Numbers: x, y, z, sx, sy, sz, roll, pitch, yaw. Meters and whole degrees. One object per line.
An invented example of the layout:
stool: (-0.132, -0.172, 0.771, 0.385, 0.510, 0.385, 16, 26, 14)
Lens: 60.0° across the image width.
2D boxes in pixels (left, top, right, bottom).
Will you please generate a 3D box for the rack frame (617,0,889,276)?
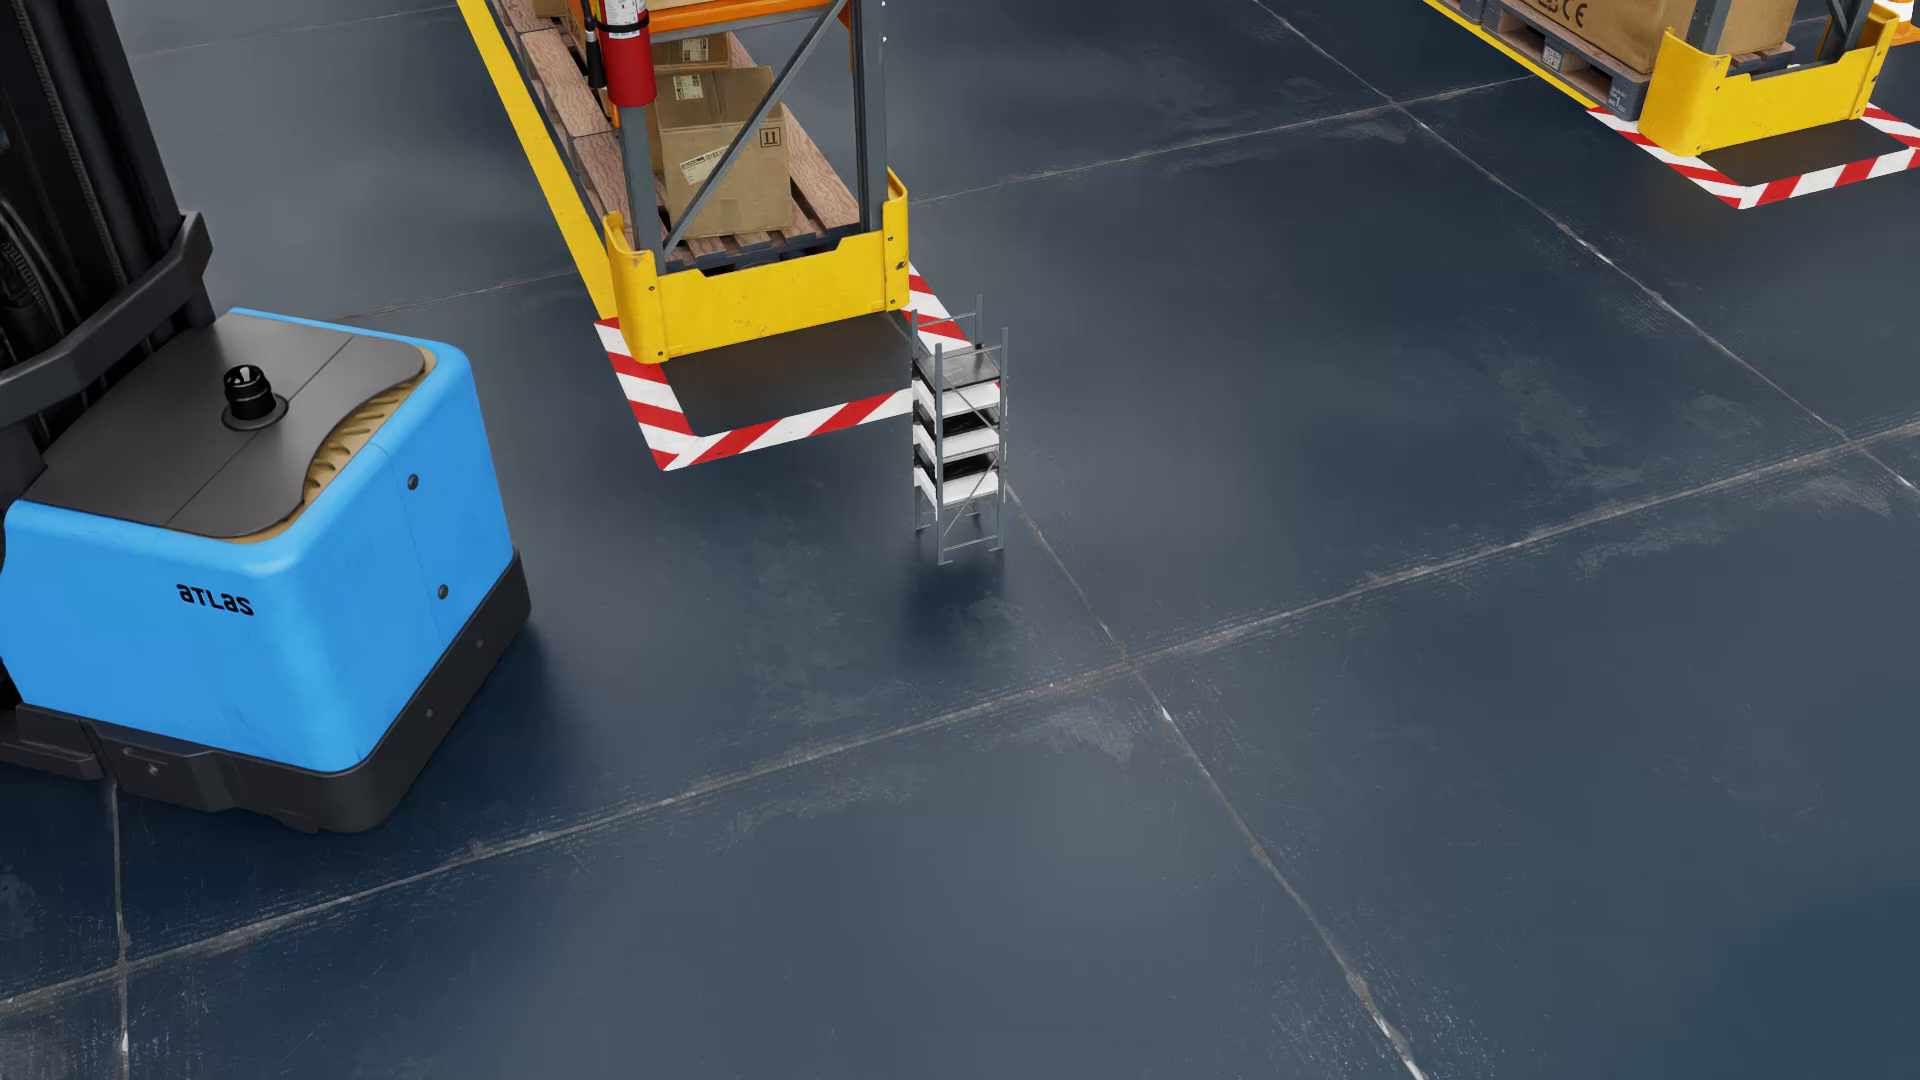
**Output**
rack frame: (-0.765, -2.021, 5.799, 1.000, 3.000, 0.127, -15, 43, -17)

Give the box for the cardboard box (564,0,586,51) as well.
cardboard box: (-1.643, -2.693, 8.176, 0.500, 0.500, 0.500, -19, 44, -21)

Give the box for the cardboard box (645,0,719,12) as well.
cardboard box: (-1.065, -2.046, 6.021, 0.380, 0.149, 0.250, -15, 43, -17)

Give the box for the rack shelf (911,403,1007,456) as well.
rack shelf: (-0.003, -0.389, 5.425, 0.258, 0.077, 0.200, -15, 43, -17)

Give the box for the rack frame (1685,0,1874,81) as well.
rack frame: (3.856, -3.197, 7.167, 1.000, 3.000, 0.127, -15, 43, -17)

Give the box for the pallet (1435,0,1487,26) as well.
pallet: (3.015, -3.336, 9.467, 1.003, 0.211, 1.213, -15, 43, -17)

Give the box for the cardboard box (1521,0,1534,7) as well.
cardboard box: (3.197, -3.472, 8.795, 0.875, 0.875, 0.875, -16, 43, -18)

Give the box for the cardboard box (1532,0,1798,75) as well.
cardboard box: (3.535, -2.943, 8.179, 0.875, 0.875, 0.875, -15, 43, -17)

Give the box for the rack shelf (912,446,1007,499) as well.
rack shelf: (-0.003, -0.253, 5.543, 0.258, 0.077, 0.200, -15, 43, -17)

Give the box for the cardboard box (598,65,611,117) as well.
cardboard box: (-1.471, -2.346, 7.772, 0.500, 0.500, 0.500, -11, 42, -13)

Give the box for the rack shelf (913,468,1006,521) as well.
rack shelf: (-0.003, -0.184, 5.601, 0.258, 0.077, 0.200, -15, 43, -17)

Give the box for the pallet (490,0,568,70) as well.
pallet: (-2.006, -2.977, 9.050, 1.003, 0.211, 1.213, -15, 43, -17)

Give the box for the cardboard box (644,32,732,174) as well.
cardboard box: (-1.249, -1.964, 7.328, 0.500, 0.500, 0.500, -5, 41, -6)

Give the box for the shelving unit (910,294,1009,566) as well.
shelving unit: (-0.003, -0.346, 5.462, 0.258, 0.900, 0.210, -15, 43, -17)

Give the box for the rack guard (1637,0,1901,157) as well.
rack guard: (3.865, -2.235, 7.966, 1.175, 0.500, 0.348, -15, 43, -17)

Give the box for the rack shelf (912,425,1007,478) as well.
rack shelf: (-0.003, -0.321, 5.484, 0.258, 0.077, 0.200, -15, 43, -17)

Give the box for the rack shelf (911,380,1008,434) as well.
rack shelf: (-0.003, -0.457, 5.367, 0.258, 0.077, 0.200, -15, 43, -17)

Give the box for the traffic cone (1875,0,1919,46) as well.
traffic cone: (4.965, -2.909, 8.778, 0.336, 0.463, 0.334, -15, 43, -17)

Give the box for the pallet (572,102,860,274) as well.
pallet: (-1.072, -1.507, 7.341, 1.003, 0.211, 1.213, -15, 43, -17)

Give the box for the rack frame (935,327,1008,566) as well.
rack frame: (0.036, -0.285, 5.391, 0.240, 0.900, 0.006, -15, 43, -17)

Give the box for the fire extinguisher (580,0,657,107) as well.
fire extinguisher: (-1.147, -1.807, 5.611, 0.296, 0.674, 0.183, -15, 43, -17)

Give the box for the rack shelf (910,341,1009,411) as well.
rack shelf: (-0.003, -0.526, 5.308, 0.258, 0.077, 0.200, -15, 43, -17)

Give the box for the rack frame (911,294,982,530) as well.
rack frame: (-0.042, -0.407, 5.534, 0.240, 0.900, 0.006, -15, 43, -17)

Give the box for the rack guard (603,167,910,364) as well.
rack guard: (-0.794, -1.119, 6.667, 1.175, 0.500, 0.348, -15, 43, -17)

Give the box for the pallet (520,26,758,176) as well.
pallet: (-1.535, -2.241, 8.194, 1.003, 0.211, 1.213, -15, 43, -17)

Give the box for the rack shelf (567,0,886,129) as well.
rack shelf: (-1.530, -2.953, 7.435, 1.077, 0.370, 4.000, -15, 43, -17)

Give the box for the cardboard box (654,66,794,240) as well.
cardboard box: (-0.989, -1.612, 6.920, 0.500, 0.500, 0.500, -8, 41, -9)

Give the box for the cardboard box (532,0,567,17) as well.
cardboard box: (-1.953, -3.048, 8.589, 0.500, 0.500, 0.500, -3, 41, -3)

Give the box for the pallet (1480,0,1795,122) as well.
pallet: (3.478, -2.602, 8.614, 1.003, 0.211, 1.213, -15, 43, -17)

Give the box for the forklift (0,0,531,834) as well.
forklift: (-2.961, -0.813, 4.448, 3.031, 2.935, 1.130, 10, 42, 12)
